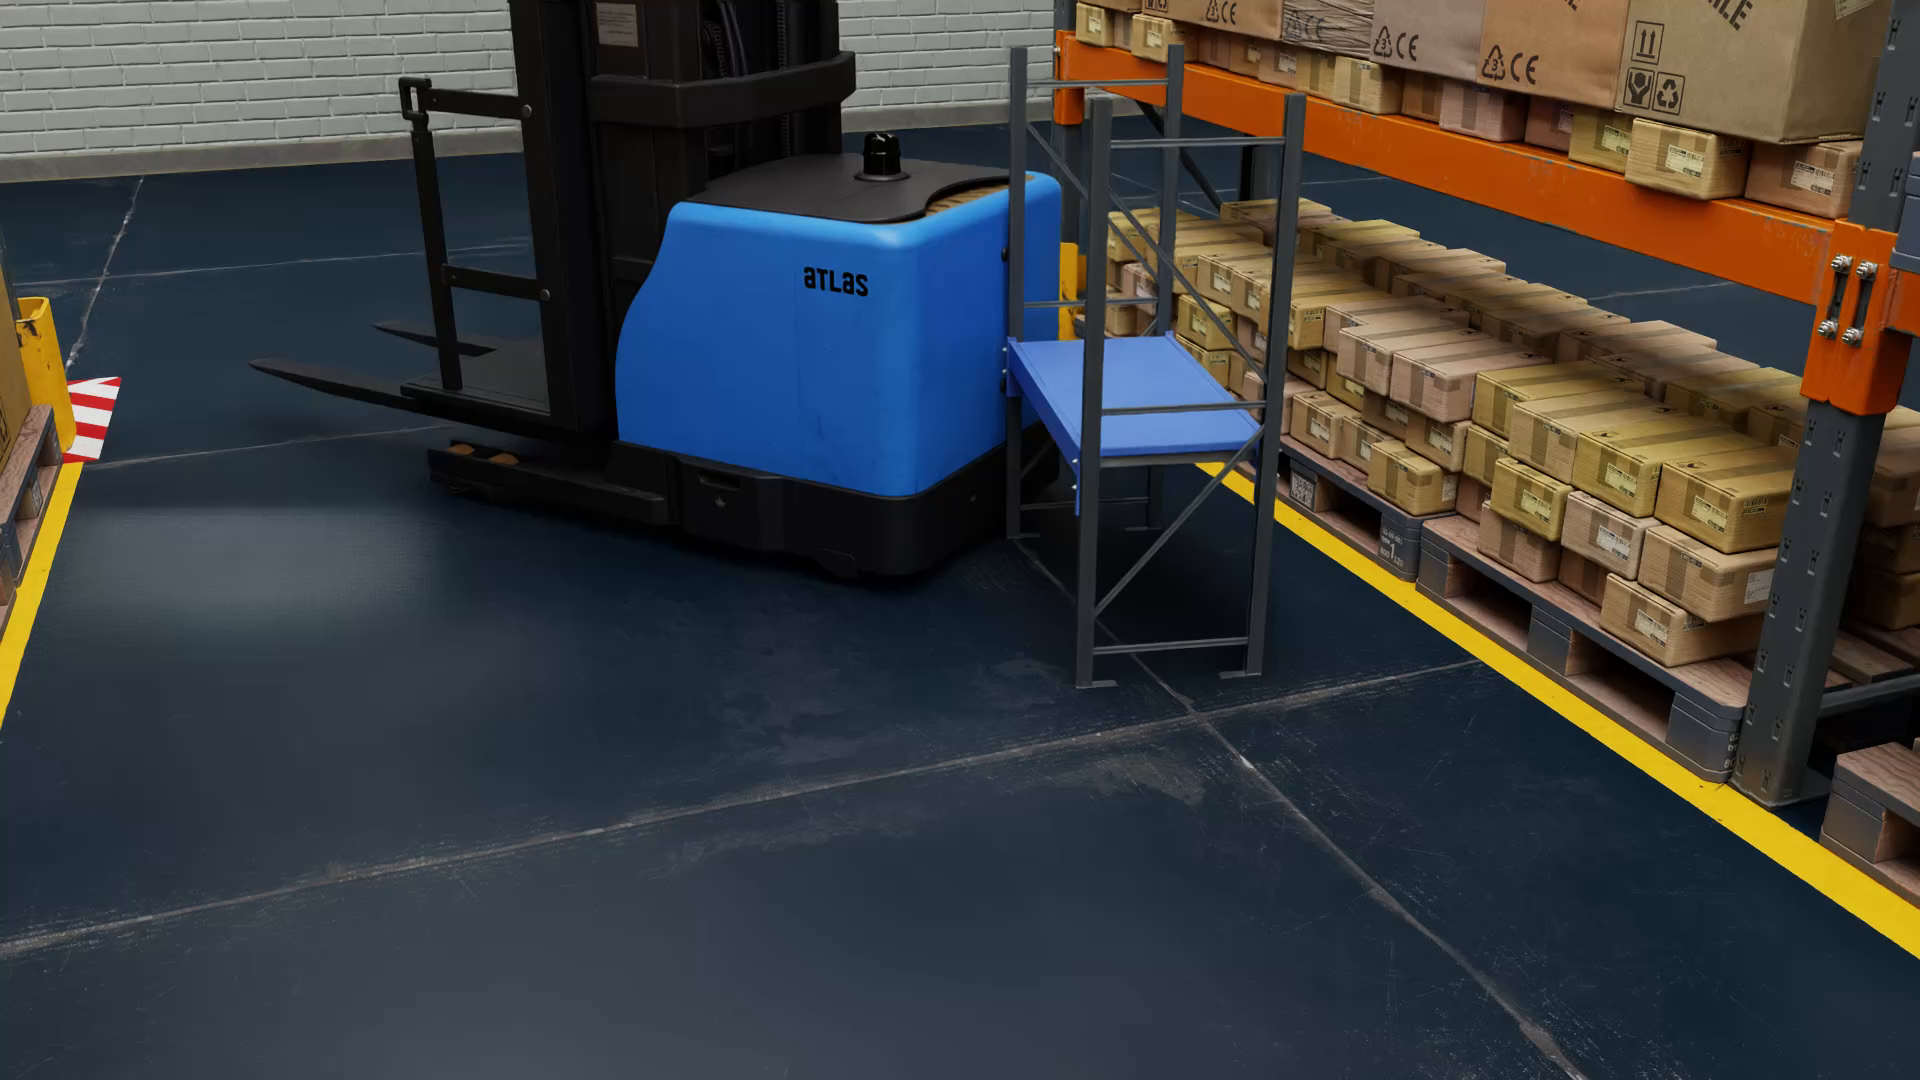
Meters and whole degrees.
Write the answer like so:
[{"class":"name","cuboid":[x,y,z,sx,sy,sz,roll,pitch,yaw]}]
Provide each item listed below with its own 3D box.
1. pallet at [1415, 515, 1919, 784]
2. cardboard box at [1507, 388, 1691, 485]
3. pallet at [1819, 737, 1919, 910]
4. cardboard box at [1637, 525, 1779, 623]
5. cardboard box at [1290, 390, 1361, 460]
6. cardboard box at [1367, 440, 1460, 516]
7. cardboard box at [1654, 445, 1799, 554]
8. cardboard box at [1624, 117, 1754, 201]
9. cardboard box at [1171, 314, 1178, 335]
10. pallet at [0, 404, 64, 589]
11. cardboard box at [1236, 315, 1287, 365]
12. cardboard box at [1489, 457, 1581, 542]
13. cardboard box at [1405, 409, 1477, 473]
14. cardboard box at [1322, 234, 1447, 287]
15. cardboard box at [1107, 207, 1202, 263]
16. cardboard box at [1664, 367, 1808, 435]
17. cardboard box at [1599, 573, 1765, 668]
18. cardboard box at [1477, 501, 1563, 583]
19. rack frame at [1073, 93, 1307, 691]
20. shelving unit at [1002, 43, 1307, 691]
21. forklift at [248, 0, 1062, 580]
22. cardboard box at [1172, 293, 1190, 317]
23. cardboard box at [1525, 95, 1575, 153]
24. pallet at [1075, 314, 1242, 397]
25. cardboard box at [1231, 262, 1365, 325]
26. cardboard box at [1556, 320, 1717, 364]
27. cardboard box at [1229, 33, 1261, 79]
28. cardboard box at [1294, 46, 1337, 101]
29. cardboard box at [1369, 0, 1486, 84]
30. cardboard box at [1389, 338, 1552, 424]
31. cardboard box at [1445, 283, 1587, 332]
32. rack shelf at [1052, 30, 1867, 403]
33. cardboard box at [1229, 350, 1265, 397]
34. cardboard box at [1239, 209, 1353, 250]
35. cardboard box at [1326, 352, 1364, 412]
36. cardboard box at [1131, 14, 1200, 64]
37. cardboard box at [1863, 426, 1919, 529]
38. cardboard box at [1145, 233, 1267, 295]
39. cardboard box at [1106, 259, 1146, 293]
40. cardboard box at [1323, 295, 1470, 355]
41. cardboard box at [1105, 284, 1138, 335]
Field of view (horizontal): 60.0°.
[{"class":"pallet","cuboid":[2.013,0.192,4.524,1.003,0.211,1.213,-8,24,-19]},{"class":"cardboard box","cuboid":[1.693,-0.279,4.413,0.380,0.149,0.250,-9,24,-19]},{"class":"pallet","cuboid":[2.560,0.713,3.286,1.003,0.211,1.213,-8,24,-19]},{"class":"cardboard box","cuboid":[1.875,0.058,3.997,0.380,0.149,0.250,-8,24,-18]},{"class":"cardboard box","cuboid":[1.315,-0.393,5.450,0.380,0.149,0.250,-8,24,-19]},{"class":"cardboard box","cuboid":[1.461,-0.206,5.006,0.380,0.149,0.250,-8,24,-19]},{"class":"cardboard box","cuboid":[1.915,-0.102,3.993,0.380,0.149,0.250,-8,24,-17]},{"class":"cardboard box","cuboid":[1.771,-0.889,3.820,0.380,0.149,0.250,-9,24,-20]},{"class":"cardboard box","cuboid":[1.020,-0.780,6.368,0.380,0.149,0.250,-8,24,-18]},{"class":"pallet","cuboid":[-3.449,-0.099,5.213,1.003,0.211,1.213,-8,24,-19]},{"class":"cardboard box","cuboid":[1.201,-0.723,5.851,0.380,0.149,0.250,-10,25,-22]},{"class":"cardboard box","cuboid":[1.657,-0.133,4.452,0.380,0.149,0.250,-9,25,-21]},{"class":"cardboard box","cuboid":[1.552,-0.328,4.913,0.380,0.149,0.250,-8,24,-18]},{"class":"cardboard box","cuboid":[1.572,-1.025,6.185,0.380,0.149,0.250,-9,25,-21]},{"class":"cardboard box","cuboid":[0.738,-1.225,6.657,0.380,0.149,0.250,-10,25,-21]},{"class":"cardboard box","cuboid":[2.179,-0.355,4.594,0.380,0.149,0.250,-9,24,-20]},{"class":"cardboard box","cuboid":[1.827,0.170,4.114,0.380,0.149,0.250,-8,24,-18]},{"class":"cardboard box","cuboid":[1.659,-0.023,4.572,0.380,0.149,0.250,-9,25,-21]},{"class":"rack frame","cuboid":[0.546,-0.320,4.078,0.500,1.500,0.032,-3,23,-8]},{"class":"shelving unit","cuboid":[0.469,-0.515,4.541,0.538,1.500,1.048,-3,23,-8]},{"class":"forklift","cuboid":[-1.203,-1.633,5.351,3.031,2.935,1.130,12,26,27]},{"class":"cardboard box","cuboid":[1.029,-0.915,6.305,0.380,0.149,0.250,-8,24,-18]},{"class":"cardboard box","cuboid":[1.706,-1.097,4.314,0.380,0.149,0.250,-9,24,-20]},{"class":"pallet","cuboid":[1.152,-0.695,6.627,1.003,0.211,1.213,-8,24,-19]},{"class":"cardboard box","cuboid":[1.171,-0.851,5.771,0.380,0.149,0.250,-7,24,-17]},{"class":"cardboard box","cuboid":[2.052,-0.550,5.058,0.380,0.149,0.250,-8,24,-18]},{"class":"cardboard box","cuboid":[1.145,-1.660,5.650,0.380,0.149,0.250,-9,24,-20]},{"class":"cardboard box","cuboid":[1.277,-1.469,5.198,0.380,0.149,0.250,-7,24,-17]},{"class":"cardboard box","cuboid":[1.492,-1.544,4.540,0.500,0.500,0.500,-8,24,-19]},{"class":"cardboard box","cuboid":[1.492,-0.469,4.865,0.380,0.149,0.250,-10,25,-22]},{"class":"cardboard box","cuboid":[1.828,-0.733,5.491,0.380,0.149,0.250,-8,24,-19]},{"class":"rack shelf","cuboid":[1.577,-1.249,5.278,1.077,0.370,4.000,-8,24,-19]},{"class":"cardboard box","cuboid":[1.187,-0.592,5.923,0.380,0.149,0.250,-8,24,-19]},{"class":"cardboard box","cuboid":[1.330,-1.205,6.610,0.380,0.149,0.250,-8,24,-18]},{"class":"cardboard box","cuboid":[1.421,-0.531,5.395,0.380,0.149,0.250,-7,24,-16]},{"class":"cardboard box","cuboid":[0.852,-1.837,6.070,0.380,0.149,0.250,-9,24,-20]},{"class":"cardboard box","cuboid":[2.356,-0.162,4.136,0.380,0.149,0.250,-7,24,-17]},{"class":"cardboard box","cuboid":[0.917,-1.032,6.200,0.380,0.149,0.250,-8,24,-19]},{"class":"cardboard box","cuboid":[0.816,-1.099,6.742,0.380,0.149,0.250,-7,24,-17]},{"class":"cardboard box","cuboid":[1.400,-0.671,5.344,0.380,0.149,0.250,-8,24,-19]},{"class":"cardboard box","cuboid":[0.756,-0.953,6.779,0.380,0.149,0.250,-8,24,-18]}]
